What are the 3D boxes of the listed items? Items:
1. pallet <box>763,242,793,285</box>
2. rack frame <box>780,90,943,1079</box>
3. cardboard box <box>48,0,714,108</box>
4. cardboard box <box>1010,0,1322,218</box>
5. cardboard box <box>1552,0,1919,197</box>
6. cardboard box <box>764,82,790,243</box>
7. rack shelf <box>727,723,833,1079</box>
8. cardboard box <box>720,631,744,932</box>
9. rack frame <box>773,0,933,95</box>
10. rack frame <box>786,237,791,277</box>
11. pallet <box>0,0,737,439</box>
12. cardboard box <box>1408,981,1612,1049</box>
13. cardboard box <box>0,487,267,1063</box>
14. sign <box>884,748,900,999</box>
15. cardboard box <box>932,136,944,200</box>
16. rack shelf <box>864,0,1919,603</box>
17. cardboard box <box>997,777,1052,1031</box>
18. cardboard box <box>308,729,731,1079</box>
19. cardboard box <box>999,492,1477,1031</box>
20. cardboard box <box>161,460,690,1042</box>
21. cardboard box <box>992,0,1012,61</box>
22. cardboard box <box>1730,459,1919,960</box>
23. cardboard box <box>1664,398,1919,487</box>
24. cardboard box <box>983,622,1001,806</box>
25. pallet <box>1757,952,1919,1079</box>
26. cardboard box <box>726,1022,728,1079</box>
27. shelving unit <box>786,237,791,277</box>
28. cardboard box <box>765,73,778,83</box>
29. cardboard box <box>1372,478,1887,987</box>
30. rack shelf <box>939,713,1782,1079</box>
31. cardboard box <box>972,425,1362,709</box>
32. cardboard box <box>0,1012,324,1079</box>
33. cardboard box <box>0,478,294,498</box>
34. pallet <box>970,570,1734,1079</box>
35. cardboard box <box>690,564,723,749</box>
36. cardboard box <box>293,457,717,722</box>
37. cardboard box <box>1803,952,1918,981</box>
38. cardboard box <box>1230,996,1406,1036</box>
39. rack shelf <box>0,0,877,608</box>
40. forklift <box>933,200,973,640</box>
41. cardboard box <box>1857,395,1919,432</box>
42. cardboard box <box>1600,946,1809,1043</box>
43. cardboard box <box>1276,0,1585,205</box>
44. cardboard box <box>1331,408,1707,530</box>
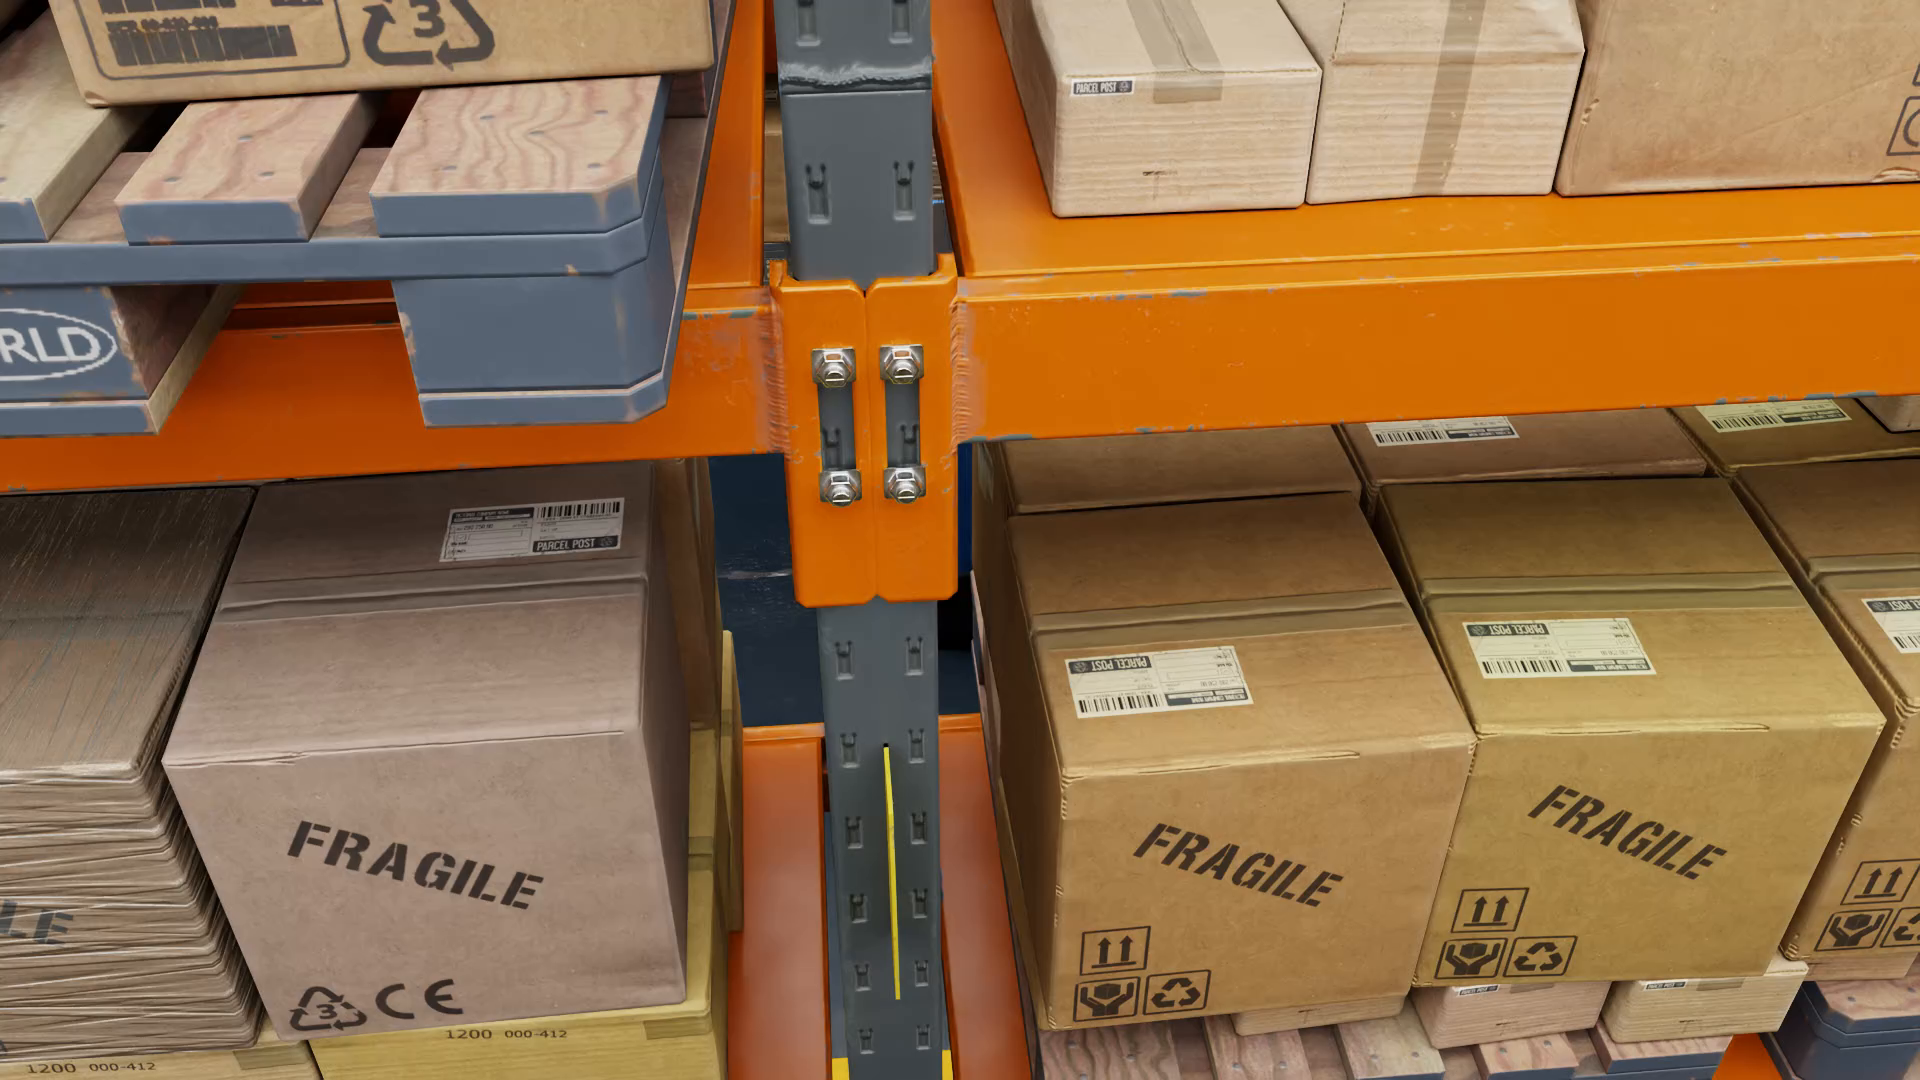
[{"bbox_3d":[-1.320,-1.451,7.419,1.213,0.211,1.003,-3,38,-4],"label":"pallet"},{"bbox_3d":[-0.130,0.499,2.697,0.127,3.000,1.000,-3,38,-4],"label":"rack frame"},{"bbox_3d":[-0.492,-0.771,1.461,0.637,0.503,0.797,-5,39,-7],"label":"cardboard box"},{"bbox_3d":[0.199,-0.493,1.734,0.250,0.149,0.380,-3,38,-4],"label":"cardboard box"},{"bbox_3d":[0.815,-0.764,1.795,0.500,0.500,0.700,-3,38,-4],"label":"cardboard box"},{"bbox_3d":[-0.976,-1.592,7.024,0.500,0.500,0.500,-2,38,-3],"label":"cardboard box"},{"bbox_3d":[-2.122,0.891,2.780,4.000,0.370,1.077,-3,38,-4],"label":"rack shelf"},{"bbox_3d":[-0.640,0.429,2.906,0.500,0.250,0.500,-4,38,-5],"label":"cardboard box"},{"bbox_3d":[-0.130,-1.857,0.838,0.127,3.000,1.000,-3,38,-4],"label":"rack frame"},{"bbox_3d":[-0.509,-0.493,5.406,0.006,1.200,0.240,2,38,2],"label":"rack frame"},{"bbox_3d":[-0.767,-0.537,1.740,1.003,0.211,1.213,-1,38,-2],"label":"pallet"},{"bbox_3d":[0.771,0.548,2.498,0.250,0.149,0.380,-6,39,-7],"label":"cardboard box"},{"bbox_3d":[-1.132,0.290,2.073,0.500,0.500,0.500,-3,38,-3],"label":"cardboard box"},{"bbox_3d":[-0.078,0.386,1.904,0.005,0.325,0.100,-3,38,-4],"label":"sign"},{"bbox_3d":[0.049,-1.822,7.216,0.625,0.625,0.875,-2,38,-3],"label":"cardboard box"},{"bbox_3d":[1.862,-0.506,2.129,4.000,0.370,1.077,-3,38,-4],"label":"rack shelf"},{"bbox_3d":[0.210,0.529,2.521,0.250,0.149,0.380,-5,39,-7],"label":"cardboard box"},{"bbox_3d":[-0.590,0.545,2.356,0.500,0.250,0.500,-3,38,-4],"label":"cardboard box"},{"bbox_3d":[0.339,0.296,2.294,0.500,0.500,0.500,-4,38,-5],"label":"cardboard box"},{"bbox_3d":[-0.622,0.257,2.115,0.500,0.500,0.500,-4,38,-5],"label":"cardboard box"},{"bbox_3d":[0.165,-0.727,2.031,0.250,0.149,0.380,-3,38,-4],"label":"cardboard box"},{"bbox_3d":[1.385,0.230,2.378,0.500,0.500,0.500,-3,38,-3],"label":"cardboard box"},{"bbox_3d":[1.315,-0.082,2.773,0.500,0.500,0.500,-6,39,-7],"label":"cardboard box"},{"bbox_3d":[0.176,0.269,2.851,0.250,0.149,0.380,-2,38,-2],"label":"cardboard box"},{"bbox_3d":[1.838,0.440,2.926,1.213,0.211,1.003,-3,38,-4],"label":"pallet"},{"bbox_3d":[-0.611,0.745,2.505,0.500,0.250,0.500,-4,38,-6],"label":"cardboard box"},{"bbox_3d":[-0.418,-0.490,5.402,0.189,1.200,0.258,2,38,2],"label":"shelving unit"},{"bbox_3d":[-1.018,-1.897,7.412,0.500,0.500,0.500,-2,38,-2],"label":"cardboard box"},{"bbox_3d":[0.857,0.263,2.335,0.500,0.500,0.500,-1,38,-2],"label":"cardboard box"},{"bbox_3d":[1.862,0.671,3.058,4.000,0.370,1.077,-3,38,-4],"label":"rack shelf"},{"bbox_3d":[0.298,-0.019,2.692,0.500,0.500,0.500,-4,38,-5],"label":"cardboard box"},{"bbox_3d":[-1.100,0.575,2.317,0.500,0.250,0.500,-4,38,-5],"label":"cardboard box"},{"bbox_3d":[-1.136,-0.024,2.471,0.500,0.500,0.500,-3,38,-4],"label":"cardboard box"},{"bbox_3d":[0.570,0.469,2.889,1.003,0.211,1.213,-3,38,-4],"label":"pallet"},{"bbox_3d":[-0.657,0.237,2.746,0.500,0.250,0.500,-3,38,-4],"label":"cardboard box"},{"bbox_3d":[-0.643,-0.057,2.513,0.500,0.500,0.500,-4,38,-5],"label":"cardboard box"},{"bbox_3d":[1.280,0.484,2.579,0.250,0.149,0.380,-1,38,-1],"label":"cardboard box"},{"bbox_3d":[0.495,0.534,2.515,0.250,0.149,0.380,-5,39,-7],"label":"cardboard box"},{"bbox_3d":[-2.122,-0.287,1.851,4.000,0.370,1.077,-3,38,-4],"label":"rack shelf"},{"bbox_3d":[1.190,-1.082,4.755,3.031,2.935,1.130,2,38,2],"label":"forklift"},{"bbox_3d":[1.474,-0.341,2.577,0.250,0.149,0.380,-5,39,-6],"label":"cardboard box"},{"bbox_3d":[1.047,0.546,2.501,0.250,0.149,0.380,-3,38,-4],"label":"cardboard box"},{"bbox_3d":[0.453,-0.553,1.716,0.258,0.266,0.396,-3,38,-4],"label":"cardboard box"},{"bbox_3d":[0.812,-0.054,2.737,0.500,0.500,0.500,-4,38,-5],"label":"cardboard box"}]
